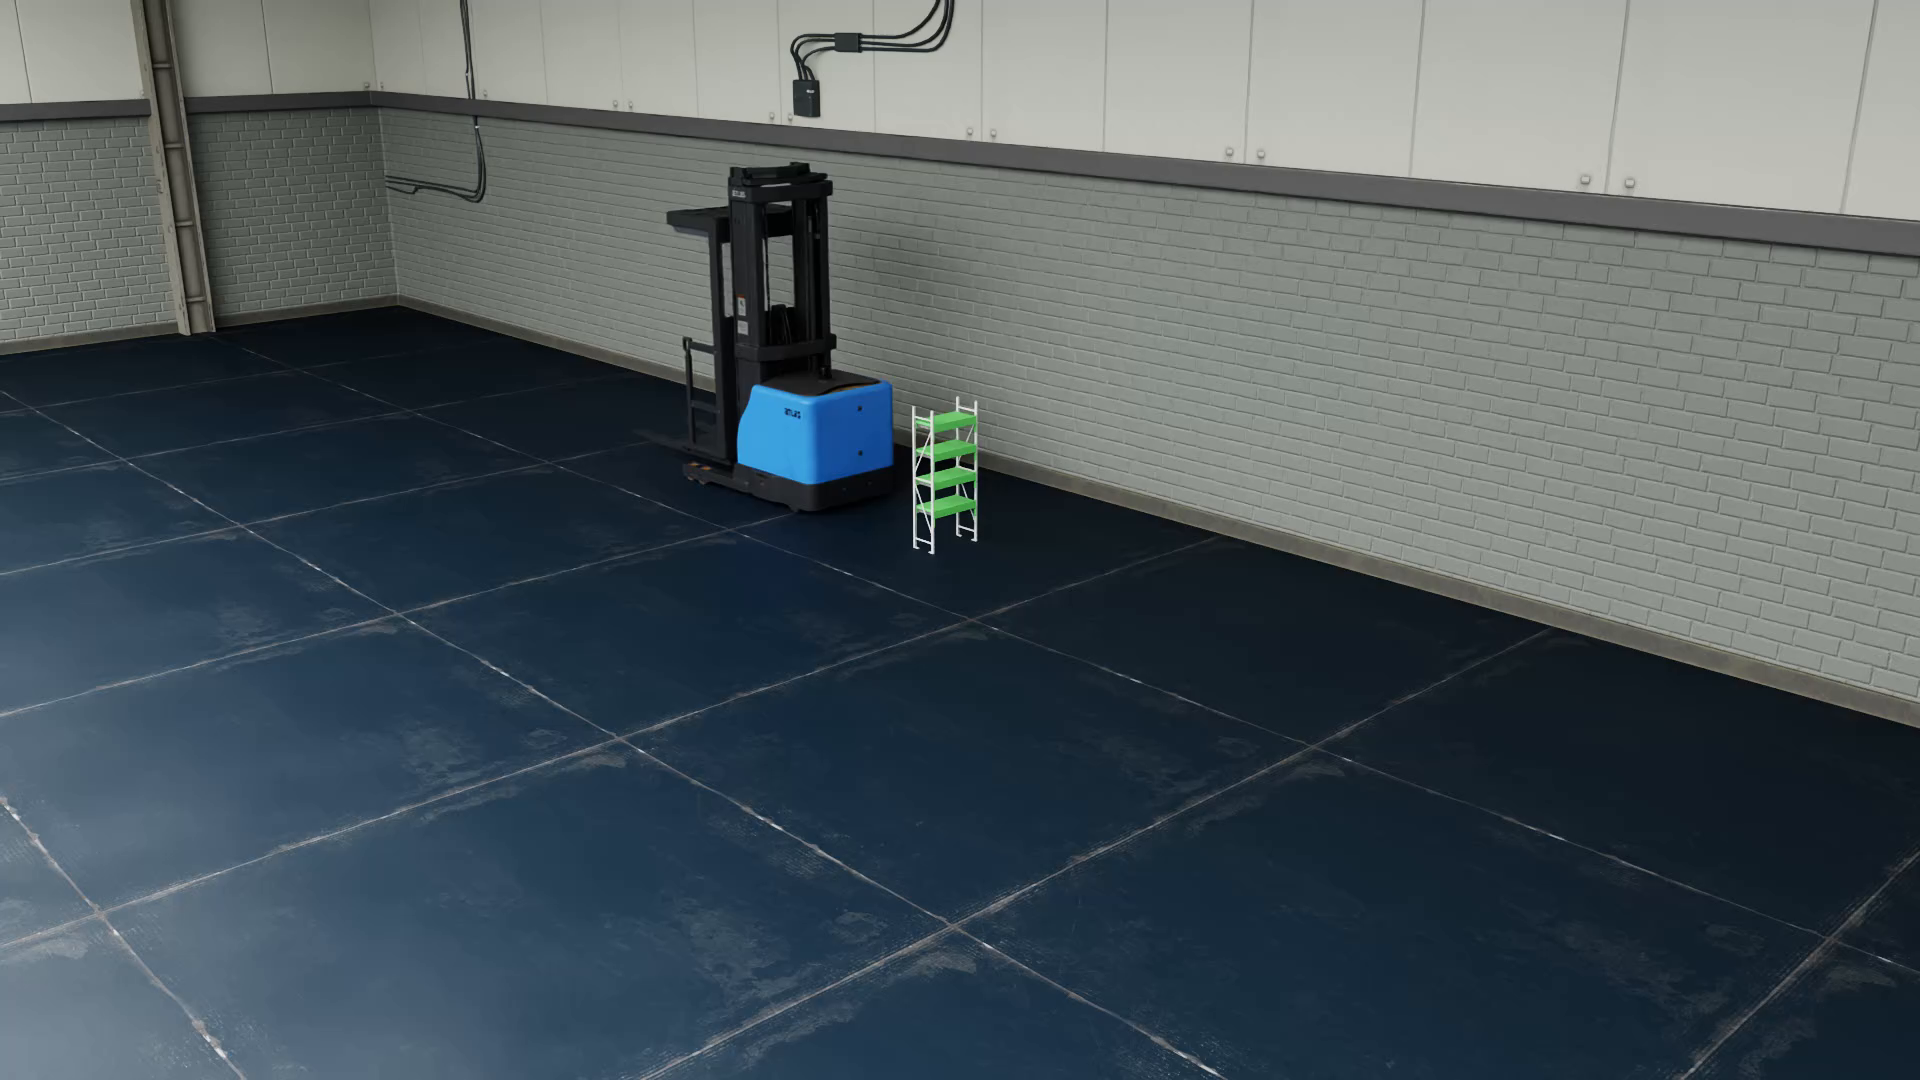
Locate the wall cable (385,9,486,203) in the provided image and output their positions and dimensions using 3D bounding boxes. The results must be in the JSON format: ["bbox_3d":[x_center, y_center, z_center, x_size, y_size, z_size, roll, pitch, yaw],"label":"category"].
[{"bbox_3d":[-7.394,-5.980,22.873,0.112,2.526,3.097,-16,24,-41],"label":"wall cable"}]

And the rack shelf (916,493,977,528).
[{"bbox_3d":[-0.120,-0.247,13.785,0.480,0.148,0.258,-16,24,-41],"label":"rack shelf"}]

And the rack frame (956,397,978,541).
[{"bbox_3d":[0.057,-0.587,13.851,0.015,1.200,0.240,-16,24,-41],"label":"rack frame"}]

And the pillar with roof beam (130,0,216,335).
[{"bbox_3d":[-7.485,-6.165,18.408,0.400,9.000,9.100,-16,24,-41],"label":"pillar with roof beam"}]

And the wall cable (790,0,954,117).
[{"bbox_3d":[-0.883,-6.944,15.298,0.169,6.003,2.305,-16,24,-41],"label":"wall cable"}]

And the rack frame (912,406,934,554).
[{"bbox_3d":[-0.298,-0.484,13.532,0.015,1.200,0.240,-16,24,-41],"label":"rack frame"}]

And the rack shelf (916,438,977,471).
[{"bbox_3d":[-0.120,-0.703,13.637,0.480,0.148,0.258,-16,24,-41],"label":"rack shelf"}]

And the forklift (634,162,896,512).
[{"bbox_3d":[-1.972,-2.010,15.433,1.130,2.935,3.031,-17,24,-41],"label":"forklift"}]

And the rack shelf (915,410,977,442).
[{"bbox_3d":[-0.120,-0.931,13.563,0.480,0.148,0.258,-16,24,-41],"label":"rack shelf"}]

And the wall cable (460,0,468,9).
[{"bbox_3d":[-5.535,-7.776,20.225,0.112,2.526,3.097,-16,24,-41],"label":"wall cable"}]

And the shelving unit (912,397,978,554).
[{"bbox_3d":[-0.120,-0.536,13.691,0.503,1.200,0.258,-16,24,-41],"label":"shelving unit"}]

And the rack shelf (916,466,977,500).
[{"bbox_3d":[-0.120,-0.475,13.711,0.480,0.148,0.258,-16,24,-41],"label":"rack shelf"}]
